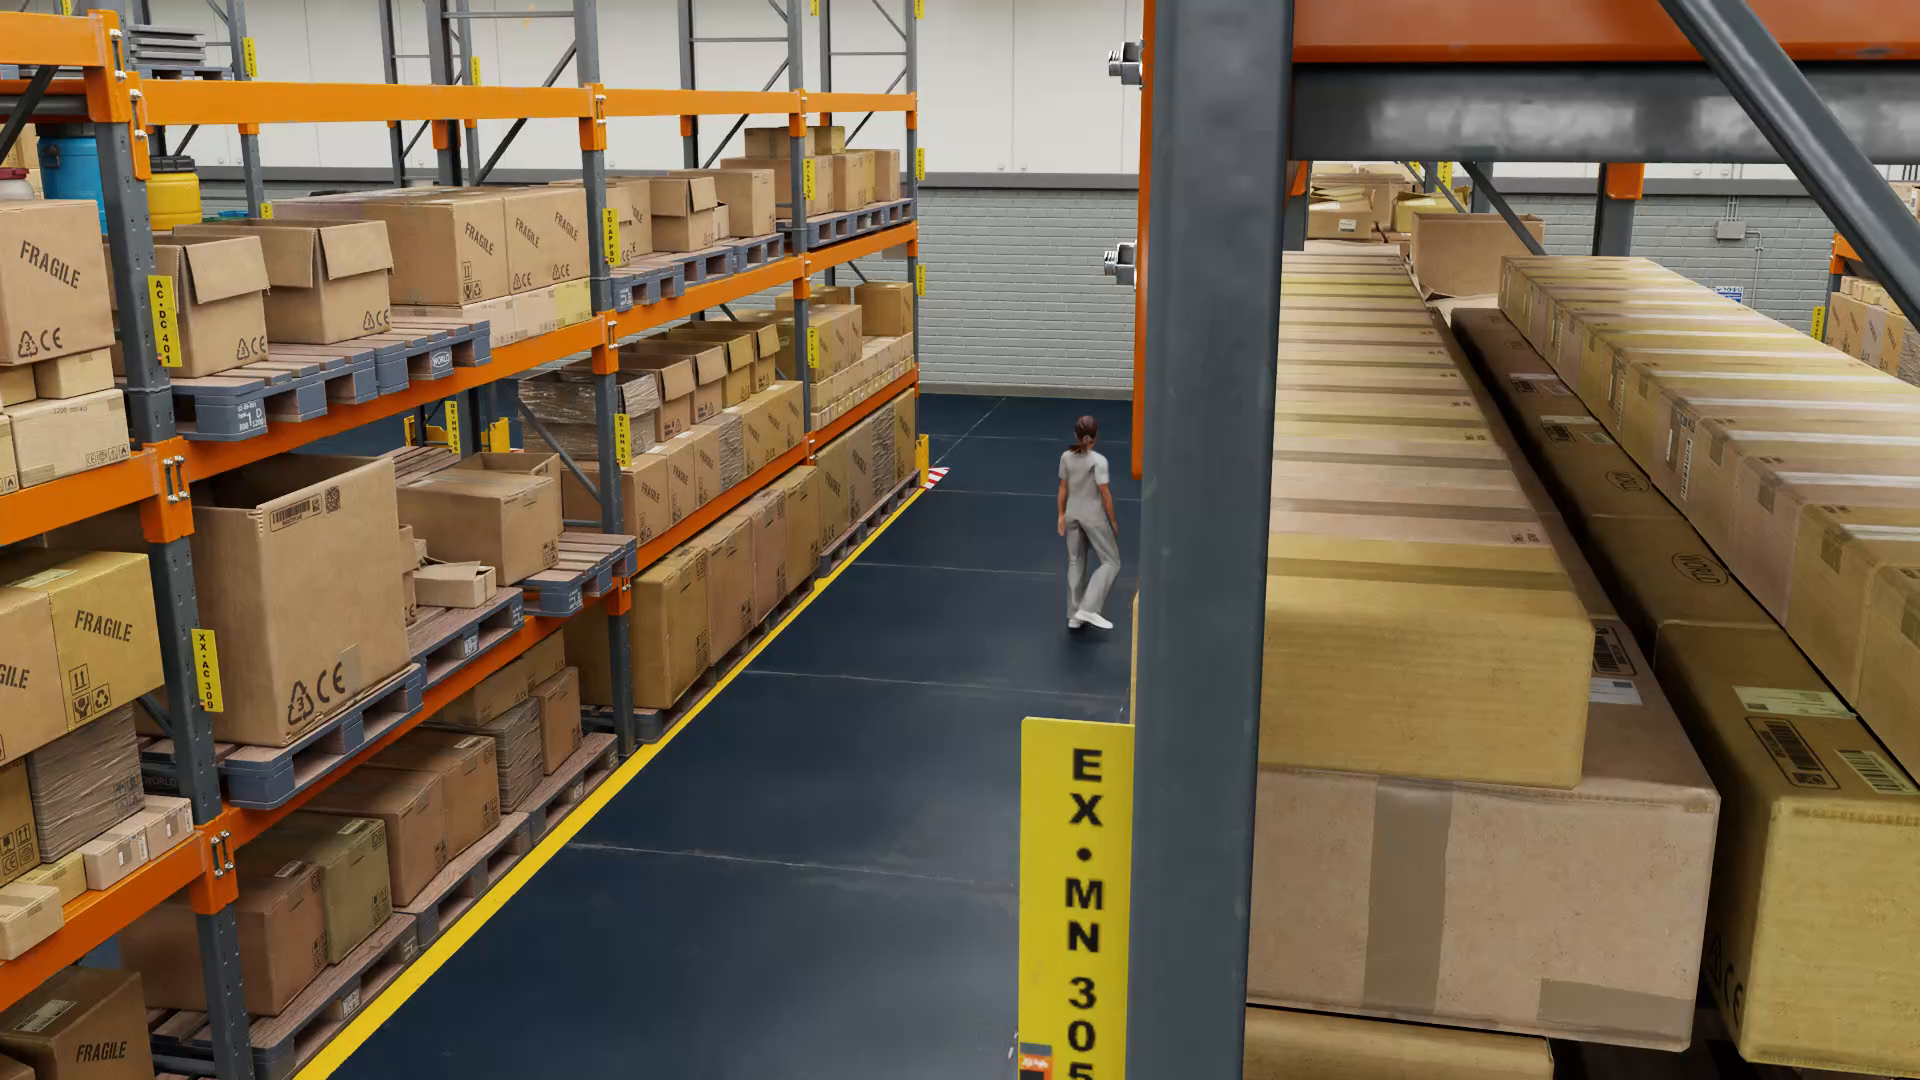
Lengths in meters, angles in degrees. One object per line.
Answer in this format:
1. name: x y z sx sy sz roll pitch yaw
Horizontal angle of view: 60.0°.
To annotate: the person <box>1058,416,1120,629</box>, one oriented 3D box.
1. person: 0.998 -0.124 12.920 0.631 1.667 0.440 13 19 40
